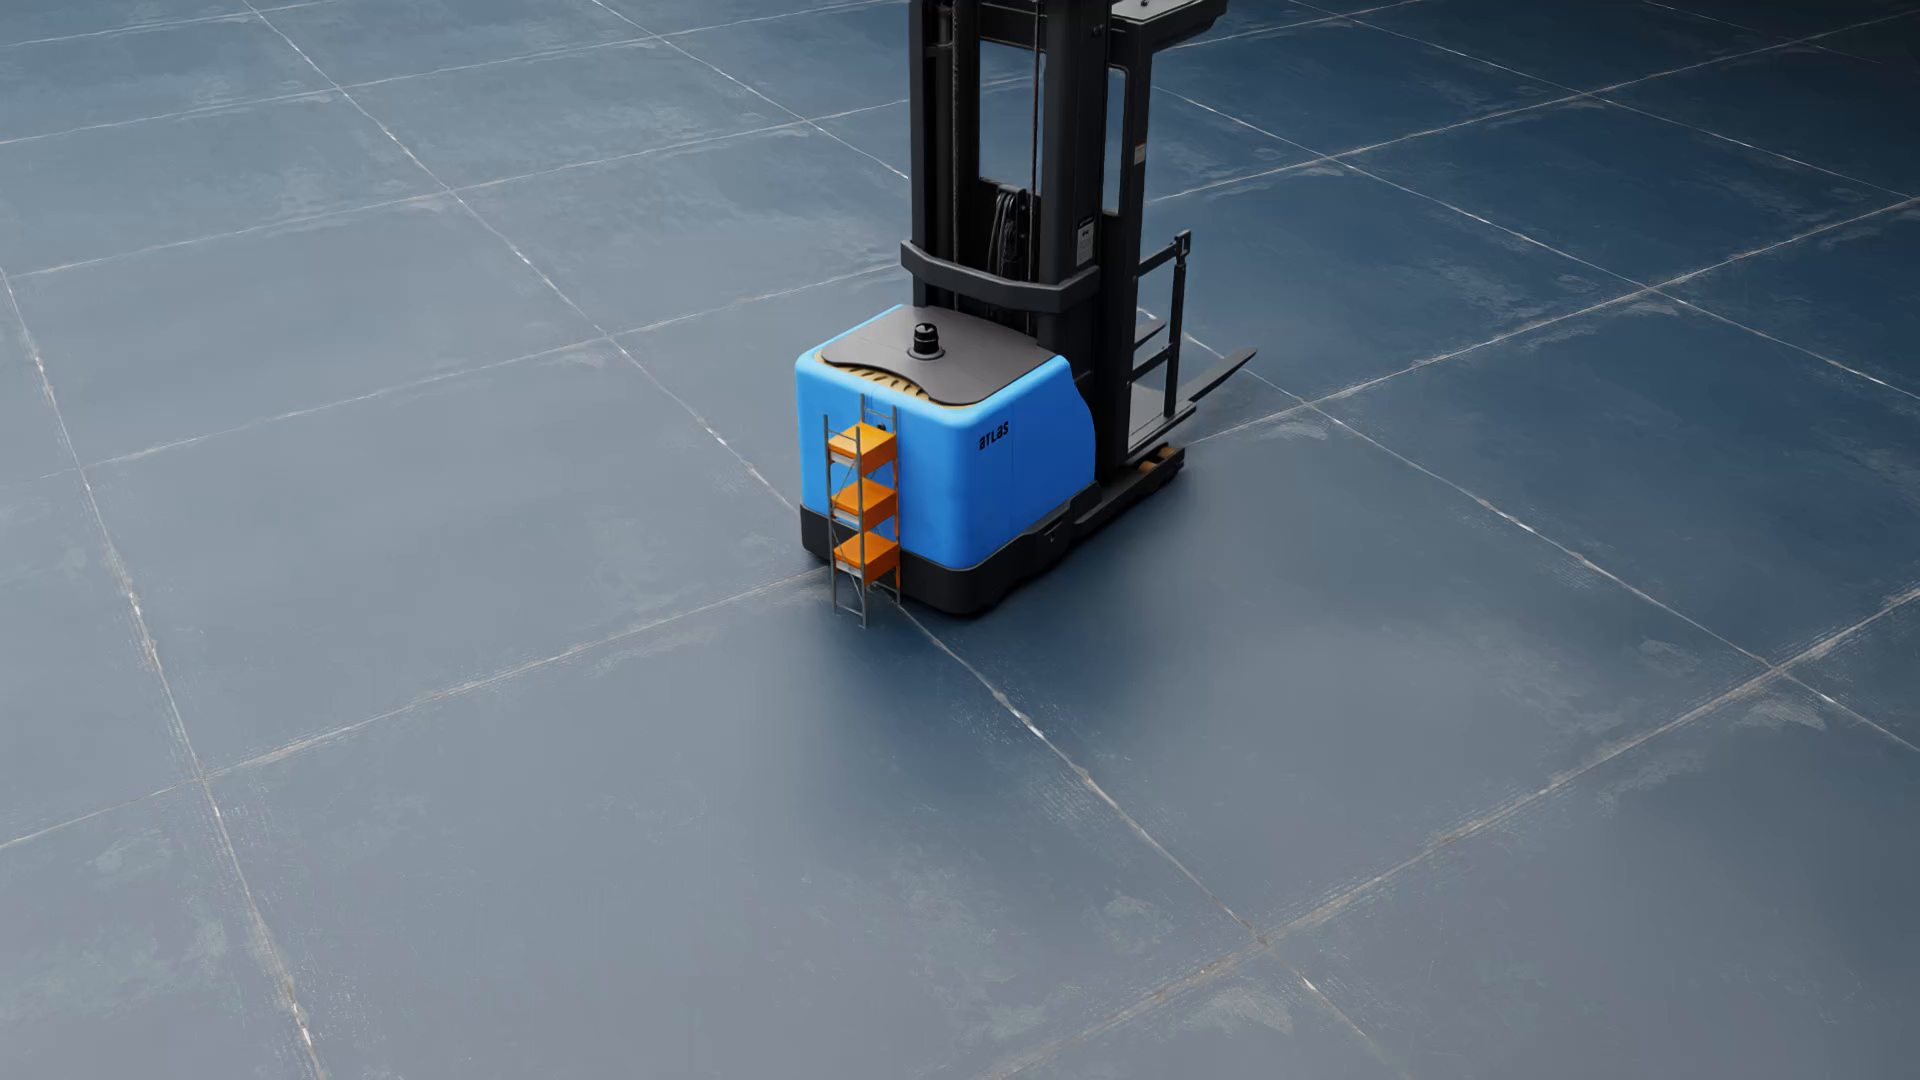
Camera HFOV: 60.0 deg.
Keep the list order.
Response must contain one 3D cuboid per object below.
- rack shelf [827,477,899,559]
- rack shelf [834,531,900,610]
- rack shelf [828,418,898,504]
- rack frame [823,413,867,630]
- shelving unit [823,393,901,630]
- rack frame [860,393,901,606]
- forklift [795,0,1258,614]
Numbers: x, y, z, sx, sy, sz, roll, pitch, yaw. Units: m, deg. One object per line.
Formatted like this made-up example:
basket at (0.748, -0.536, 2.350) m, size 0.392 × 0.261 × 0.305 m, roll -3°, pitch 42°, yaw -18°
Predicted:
rack shelf at (-0.432, -0.109, 7.459) m, size 0.215 × 0.259 × 0.240 m, roll 22°, pitch 39°, yaw 31°
rack shelf at (-0.432, 0.126, 7.607) m, size 0.215 × 0.259 × 0.240 m, roll 22°, pitch 39°, yaw 31°
rack shelf at (-0.432, -0.349, 7.307) m, size 0.215 × 0.259 × 0.240 m, roll 22°, pitch 39°, yaw 31°
rack frame at (-0.507, -0.067, 7.371) m, size 0.200 × 1.050 × 0.008 m, roll 22°, pitch 39°, yaw 31°
shelving unit at (-0.432, -0.118, 7.453) m, size 0.215 × 1.050 × 0.252 m, roll 22°, pitch 39°, yaw 31°
rack frame at (-0.358, -0.170, 7.535) m, size 0.200 × 1.050 × 0.008 m, roll 22°, pitch 39°, yaw 31°
forklift at (0.528, -1.627, 8.081) m, size 1.130 × 2.935 × 3.031 m, roll 22°, pitch 39°, yaw 31°
